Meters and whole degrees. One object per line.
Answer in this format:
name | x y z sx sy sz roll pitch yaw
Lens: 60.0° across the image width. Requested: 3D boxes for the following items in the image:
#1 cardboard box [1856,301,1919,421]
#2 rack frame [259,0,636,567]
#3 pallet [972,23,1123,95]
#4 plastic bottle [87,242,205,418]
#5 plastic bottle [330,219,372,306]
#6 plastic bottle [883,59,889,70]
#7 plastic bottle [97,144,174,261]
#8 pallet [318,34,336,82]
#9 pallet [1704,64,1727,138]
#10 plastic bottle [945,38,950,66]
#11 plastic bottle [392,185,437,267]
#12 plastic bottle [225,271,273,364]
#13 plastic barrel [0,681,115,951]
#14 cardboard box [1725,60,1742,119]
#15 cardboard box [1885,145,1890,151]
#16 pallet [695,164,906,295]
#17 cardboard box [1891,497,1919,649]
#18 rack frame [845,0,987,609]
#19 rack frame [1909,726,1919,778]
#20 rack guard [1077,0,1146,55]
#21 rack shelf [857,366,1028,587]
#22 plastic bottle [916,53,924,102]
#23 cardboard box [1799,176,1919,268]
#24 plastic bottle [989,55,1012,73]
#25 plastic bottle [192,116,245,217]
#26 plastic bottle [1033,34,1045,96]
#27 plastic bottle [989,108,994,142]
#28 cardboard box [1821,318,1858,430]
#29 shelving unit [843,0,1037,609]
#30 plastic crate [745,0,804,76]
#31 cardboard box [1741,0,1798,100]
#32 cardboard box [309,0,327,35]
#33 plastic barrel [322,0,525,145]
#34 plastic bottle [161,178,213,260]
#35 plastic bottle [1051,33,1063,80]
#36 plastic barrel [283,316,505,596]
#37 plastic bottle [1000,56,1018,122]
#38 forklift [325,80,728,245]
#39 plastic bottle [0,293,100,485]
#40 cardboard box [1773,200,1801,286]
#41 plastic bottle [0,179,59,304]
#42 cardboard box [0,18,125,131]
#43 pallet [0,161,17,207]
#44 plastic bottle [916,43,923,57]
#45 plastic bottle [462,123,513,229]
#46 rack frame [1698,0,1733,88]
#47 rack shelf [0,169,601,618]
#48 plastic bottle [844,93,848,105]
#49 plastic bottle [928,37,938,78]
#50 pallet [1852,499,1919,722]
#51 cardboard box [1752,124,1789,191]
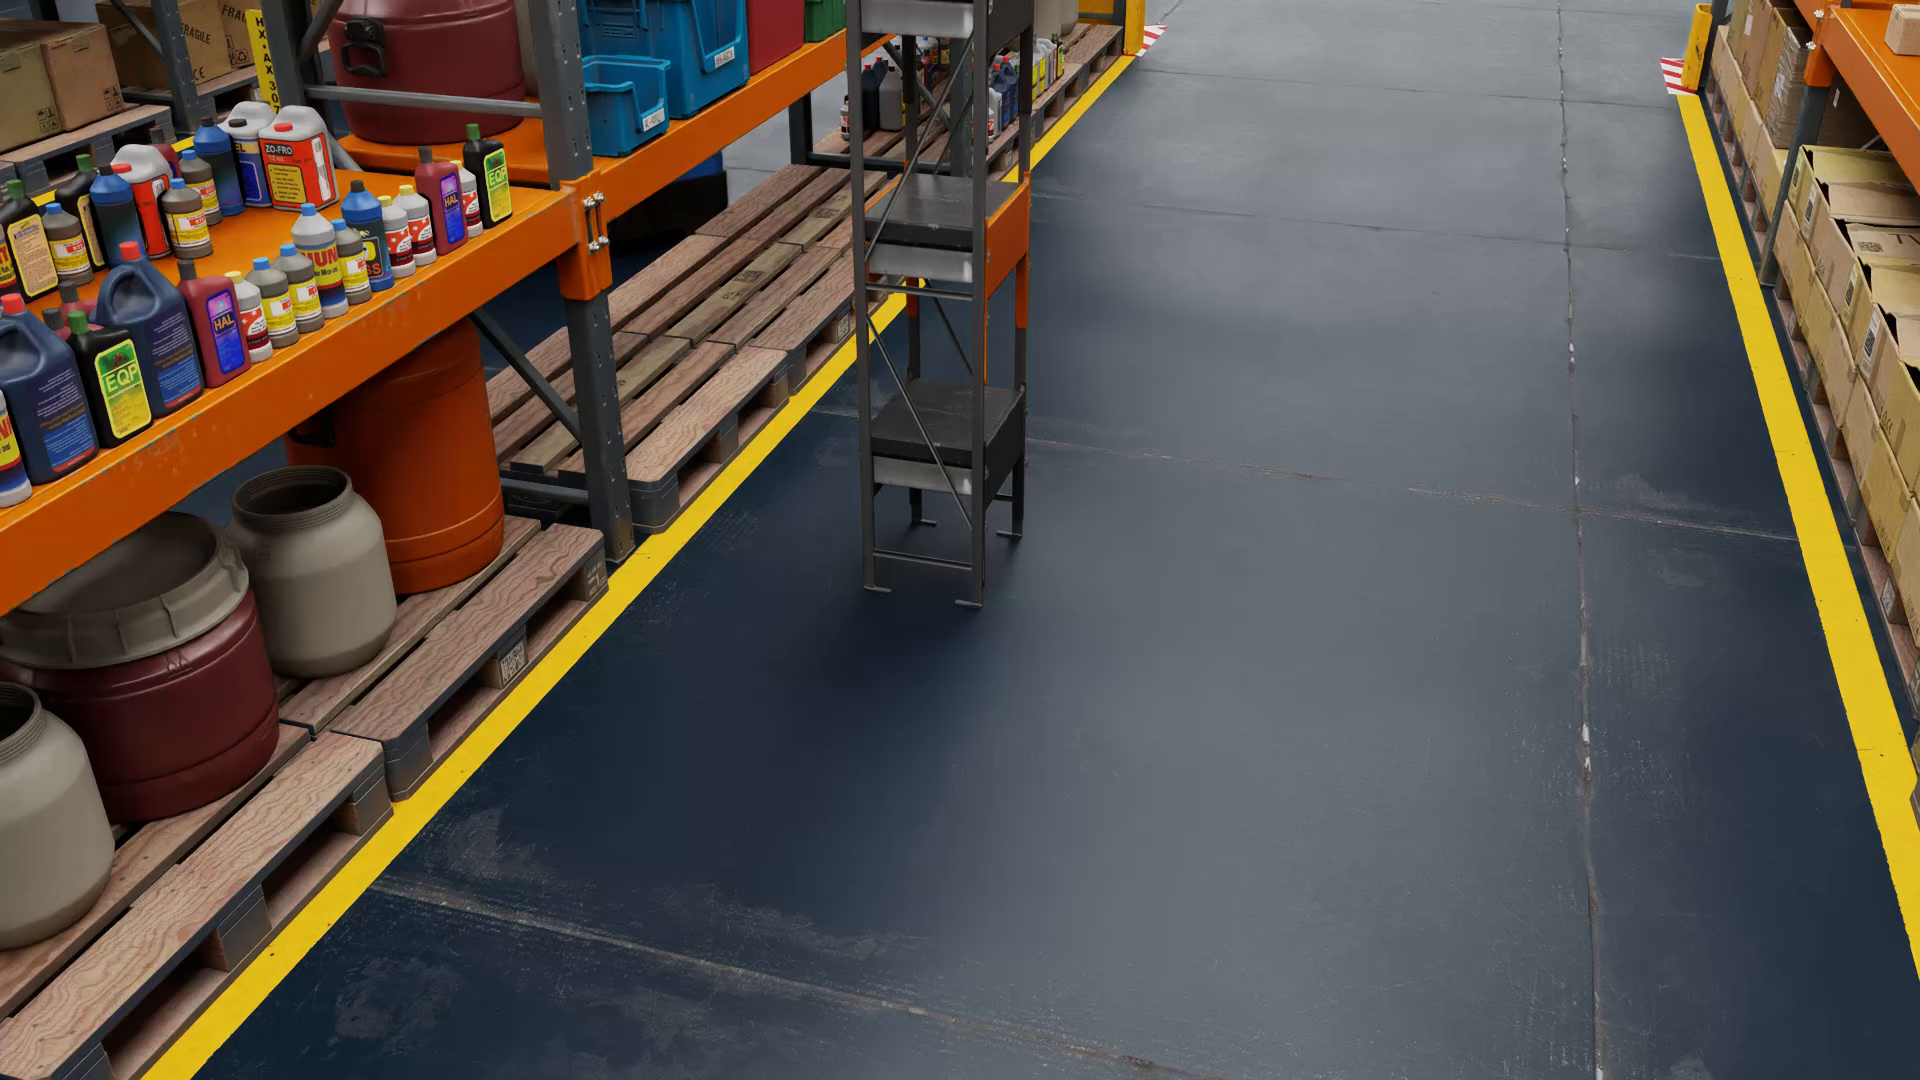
cardboard box | 3.345 -0.595 5.553 0.500 0.311 0.500 8 30 15
rack frame | -1.605 -1.321 5.039 1.000 3.000 0.127 8 30 15
pallet | 0.523 -3.401 11.647 1.003 0.211 1.213 8 30 15
plastic bottle | -1.738 -0.451 3.527 0.144 0.351 0.185 8 30 15
plastic bottle | -1.520 -0.691 4.112 0.097 0.201 0.097 0 29 0
plastic bottle | -0.453 -2.696 9.853 0.061 0.283 0.133 11 31 18
plastic bottle | -2.177 -0.897 4.404 0.152 0.276 0.135 8 30 15
pallet | -4.646 -3.554 11.922 1.003 0.211 1.213 8 30 15
pallet | 5.293 -2.750 10.477 1.003 0.211 1.213 8 30 15
plastic bottle | -0.087 -3.241 10.844 0.097 0.271 0.097 0 29 0
plastic bottle | -1.435 -0.827 4.356 0.097 0.201 0.097 0 29 0
plastic bottle | -1.635 -0.510 3.786 0.097 0.201 0.097 0 29 0
plastic barrel | -2.144 0.612 3.691 0.421 0.512 0.421 0 29 0
cardboard box | 4.817 -2.630 9.788 0.500 0.250 0.500 8 30 15
cardboard box | 4.878 -2.185 8.218 0.500 0.500 0.500 8 30 15
pallet | -0.624 -1.591 8.393 1.003 0.211 1.213 8 30 15
cardboard box | 3.051 0.126 4.834 0.500 0.250 0.500 9 30 16
rack frame | -0.120 -0.727 4.897 0.400 2.100 0.015 8 30 15
rack frame | 3.129 -0.612 3.765 1.000 3.000 0.127 8 30 15
rack guard | 0.766 -3.904 12.254 1.175 0.500 0.348 8 30 15
rack shelf | -0.049 -0.217 5.448 0.431 0.518 0.480 8 30 15
plastic bottle | -0.261 -2.762 9.971 0.061 0.283 0.133 8 30 15
cardboard box | 3.792 -1.310 6.839 0.500 0.311 0.500 8 30 14
plastic bottle | 0.234 -2.793 10.034 0.152 0.276 0.135 8 30 15
plastic bottle | -2.101 -1.060 4.702 0.097 0.271 0.097 0 29 0
plastic bottle | 0.438 -2.902 10.154 0.144 0.351 0.185 10 31 17
plastic bottle | 0.142 -2.329 9.278 0.097 0.201 0.097 0 29 0
cardboard box | 3.497 -0.586 6.115 0.500 0.250 0.500 9 30 16
shelving unit | -0.049 -0.841 5.101 0.431 2.100 0.503 8 30 15
plastic crate | -0.838 -2.056 6.295 0.402 0.464 0.583 8 30 15
cardboard box | 4.665 -2.726 9.189 0.500 0.500 0.500 8 30 15
cardboard box | -4.742 -3.725 11.500 0.500 0.500 0.500 6 30 10
plastic barrel | -1.758 -1.639 5.471 0.600 0.536 0.708 8 30 15
plastic bottle | -2.052 -0.855 4.406 0.097 0.201 0.097 0 29 0
plastic bottle | 0.607 -3.071 10.527 0.061 0.283 0.133 9 30 16
plastic barrel | -1.732 -0.326 5.052 0.600 0.830 0.708 8 30 15
plastic bottle | 0.258 -2.618 9.643 0.144 0.351 0.185 7 30 13
forklift | -2.711 -2.694 7.578 3.031 2.935 1.130 -18 34 -29
plastic bottle | -1.831 -0.304 3.261 0.144 0.351 0.185 8 30 15
cardboard box | 3.948 -1.301 7.400 0.500 0.250 0.500 8 30 14
plastic bottle | -2.327 -0.737 4.109 0.061 0.283 0.133 8 30 15
cardboard box | -5.366 -2.704 9.644 0.700 0.500 0.500 6 30 11
pallet | -5.749 -1.737 8.656 1.003 0.211 1.213 8 30 15
plastic bottle | -0.276 -2.941 10.305 0.097 0.271 0.097 0 29 0
plastic bottle | -1.316 -1.021 4.620 0.061 0.283 0.133 8 30 15
rack frame | 5.477 -4.330 10.449 1.000 3.000 0.127 8 30 15
rack shelf | -2.192 -0.077 3.543 1.077 0.370 4.000 8 30 15
plastic bottle | -0.605 -2.456 9.421 0.061 0.283 0.133 10 31 17
plastic bottle | -0.187 -3.081 10.558 0.097 0.271 0.097 0 29 0
pallet | 3.408 0.229 5.121 1.003 0.211 1.213 8 30 15
cardboard box | 4.387 -1.931 8.532 0.500 0.250 0.500 8 30 15
